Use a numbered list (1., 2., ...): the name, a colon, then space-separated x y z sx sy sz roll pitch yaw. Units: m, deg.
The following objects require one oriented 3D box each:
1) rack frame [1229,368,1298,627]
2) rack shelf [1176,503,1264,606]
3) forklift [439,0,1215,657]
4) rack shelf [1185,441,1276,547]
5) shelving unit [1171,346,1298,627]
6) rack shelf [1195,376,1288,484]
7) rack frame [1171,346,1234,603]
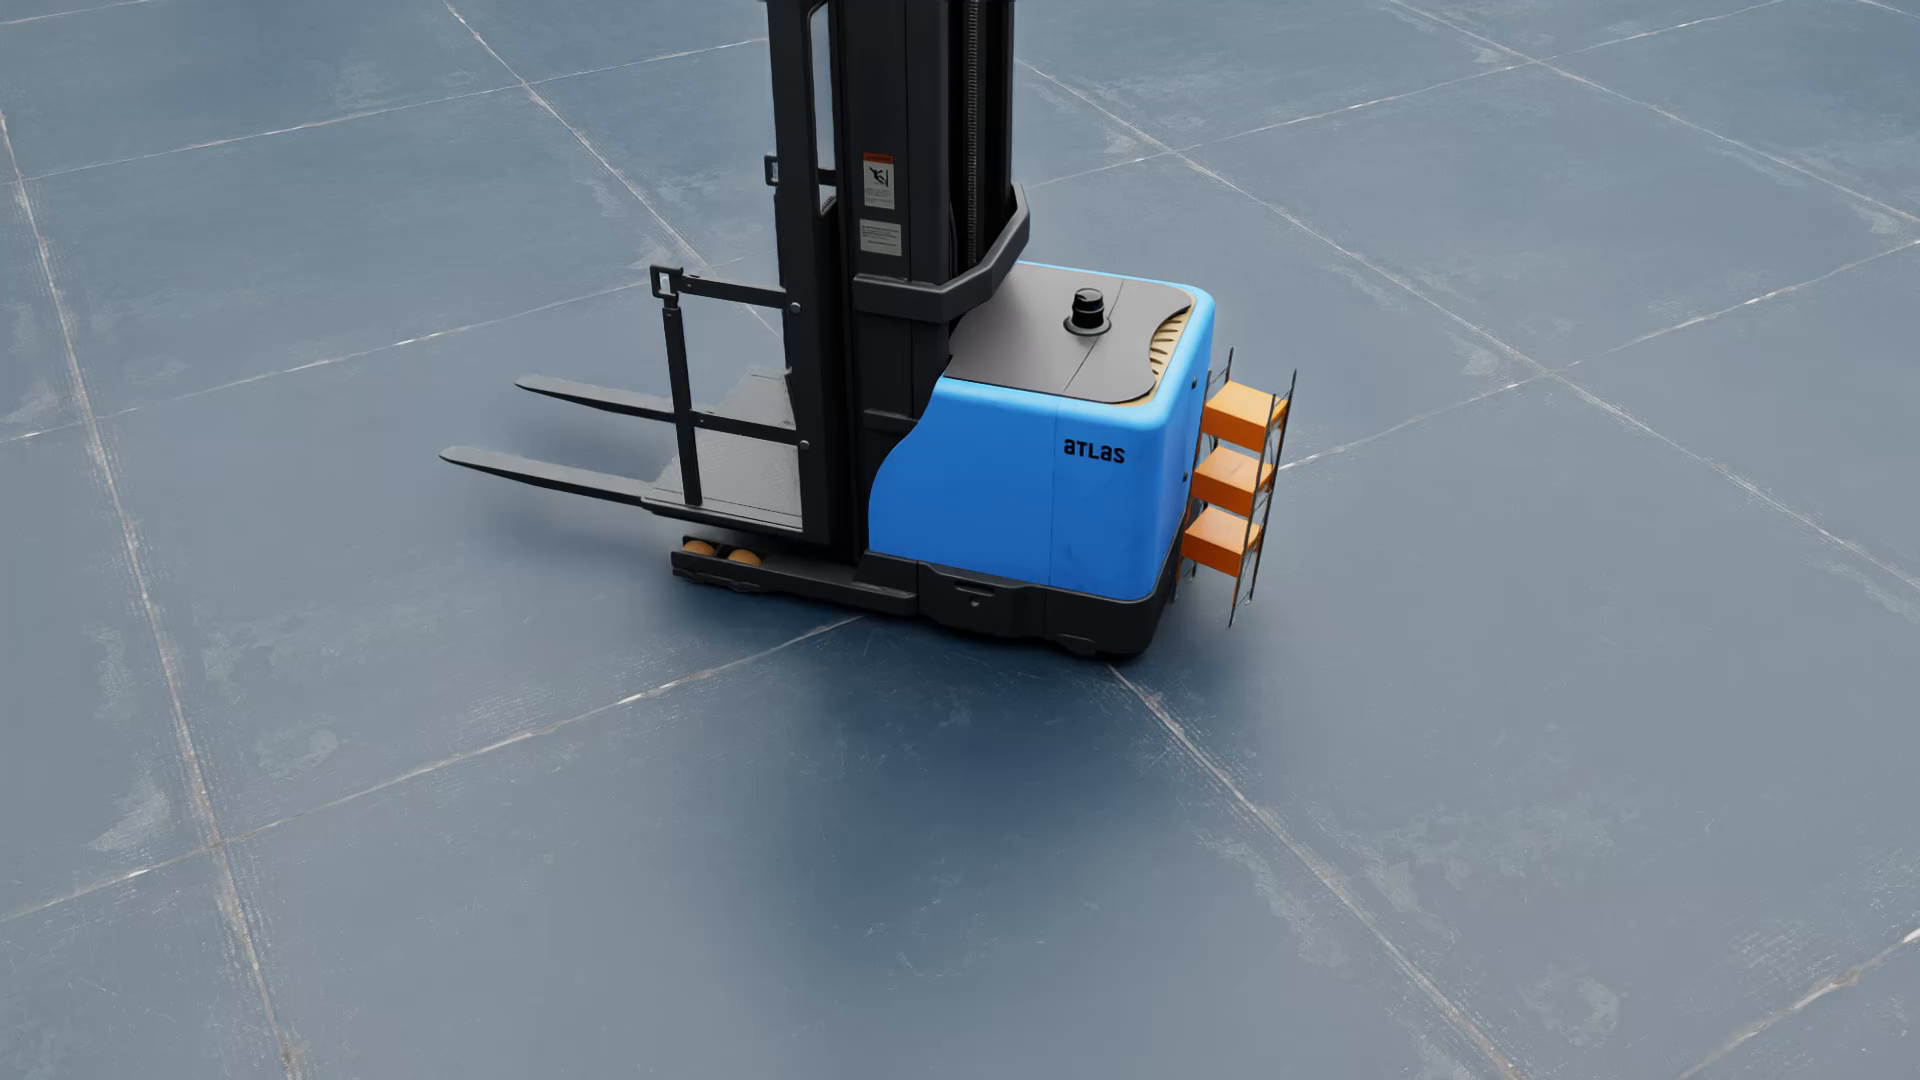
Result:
1. rack frame: 1.098 -0.134 6.045 0.008 1.050 0.200 23 42 23
2. rack shelf: 0.981 0.050 6.270 0.240 0.259 0.215 23 42 23
3. forklift: -0.608 -1.262 5.993 3.031 2.935 1.130 11 38 15
4. rack shelf: 0.994 -0.170 6.100 0.240 0.259 0.215 23 42 23
5. shelving unit: 0.995 -0.178 6.093 0.252 1.050 0.215 23 42 23
6. rack shelf: 1.007 -0.394 5.926 0.240 0.259 0.215 23 42 23
7. rack frame: 0.891 -0.222 6.142 0.008 1.050 0.200 23 42 23
